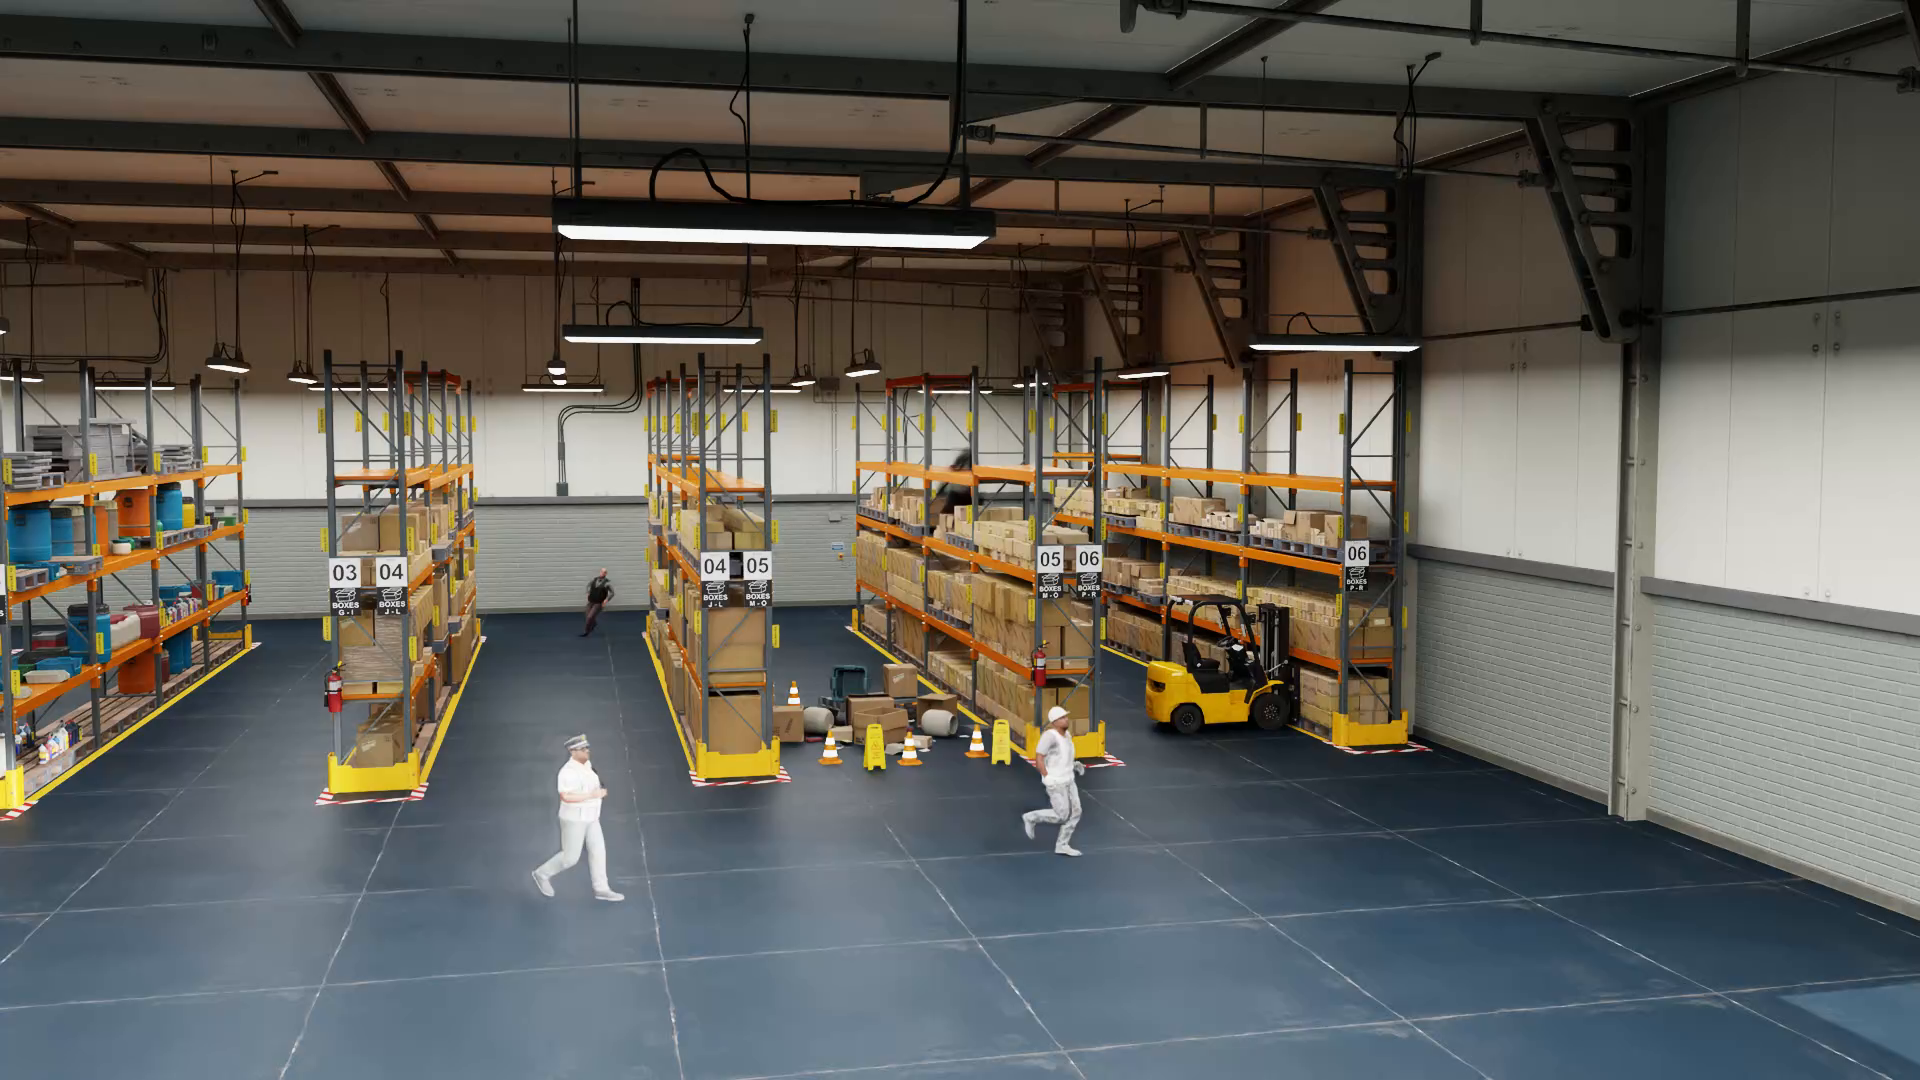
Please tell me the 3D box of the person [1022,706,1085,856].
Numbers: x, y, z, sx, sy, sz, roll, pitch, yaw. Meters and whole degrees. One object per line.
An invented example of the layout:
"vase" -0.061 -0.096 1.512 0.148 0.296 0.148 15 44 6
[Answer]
"person" 1.100 2.797 19.399 0.662 1.728 0.677 2 5 31

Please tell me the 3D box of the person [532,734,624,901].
"person" -3.979 2.883 17.345 0.992 1.746 0.678 1 4 17

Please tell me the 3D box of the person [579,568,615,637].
"person" -8.529 1.462 39.281 0.816 1.619 0.681 1 4 13
